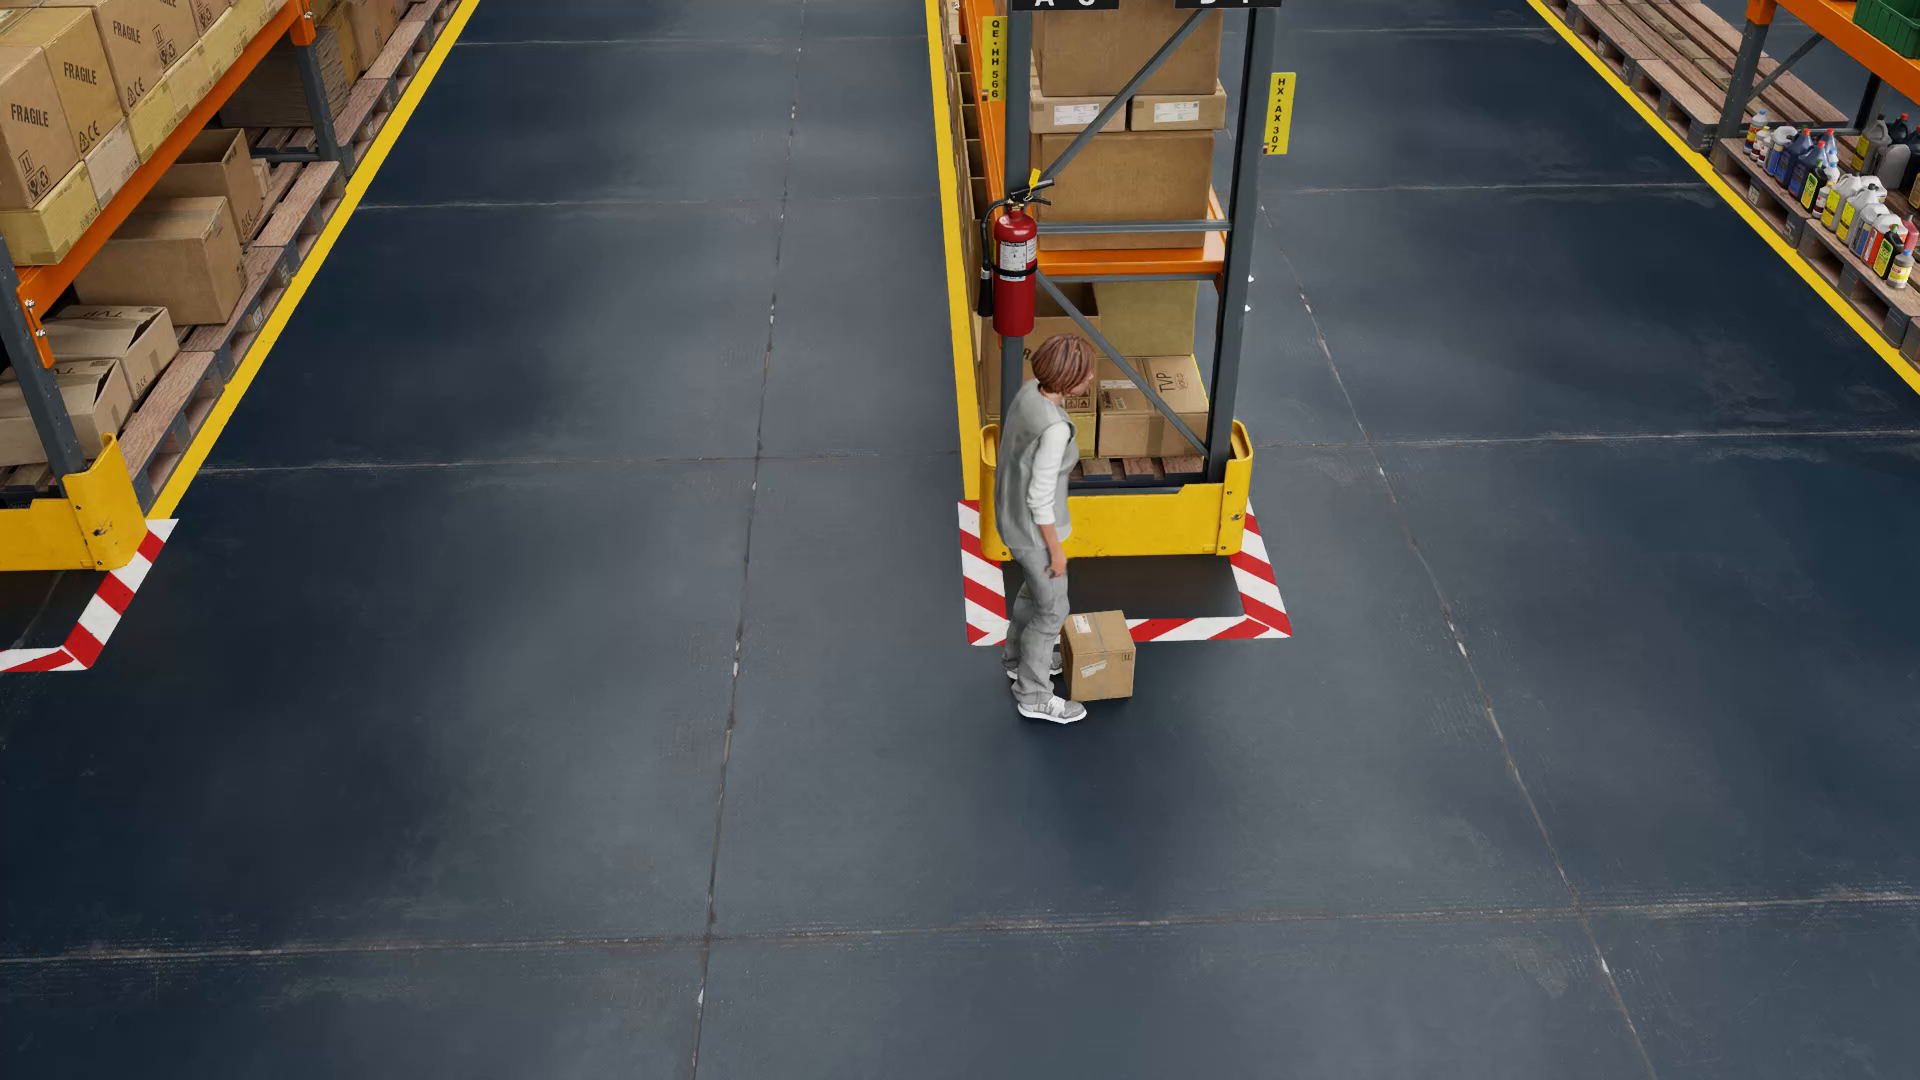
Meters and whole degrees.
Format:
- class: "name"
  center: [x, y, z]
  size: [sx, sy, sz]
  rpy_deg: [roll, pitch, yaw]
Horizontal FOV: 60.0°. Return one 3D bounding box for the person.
- class: "person"
  center: [0.305, -0.050, 6.225]
  size: [0.347, 1.593, 0.461]
  rpy_deg: [-4, 36, -5]
